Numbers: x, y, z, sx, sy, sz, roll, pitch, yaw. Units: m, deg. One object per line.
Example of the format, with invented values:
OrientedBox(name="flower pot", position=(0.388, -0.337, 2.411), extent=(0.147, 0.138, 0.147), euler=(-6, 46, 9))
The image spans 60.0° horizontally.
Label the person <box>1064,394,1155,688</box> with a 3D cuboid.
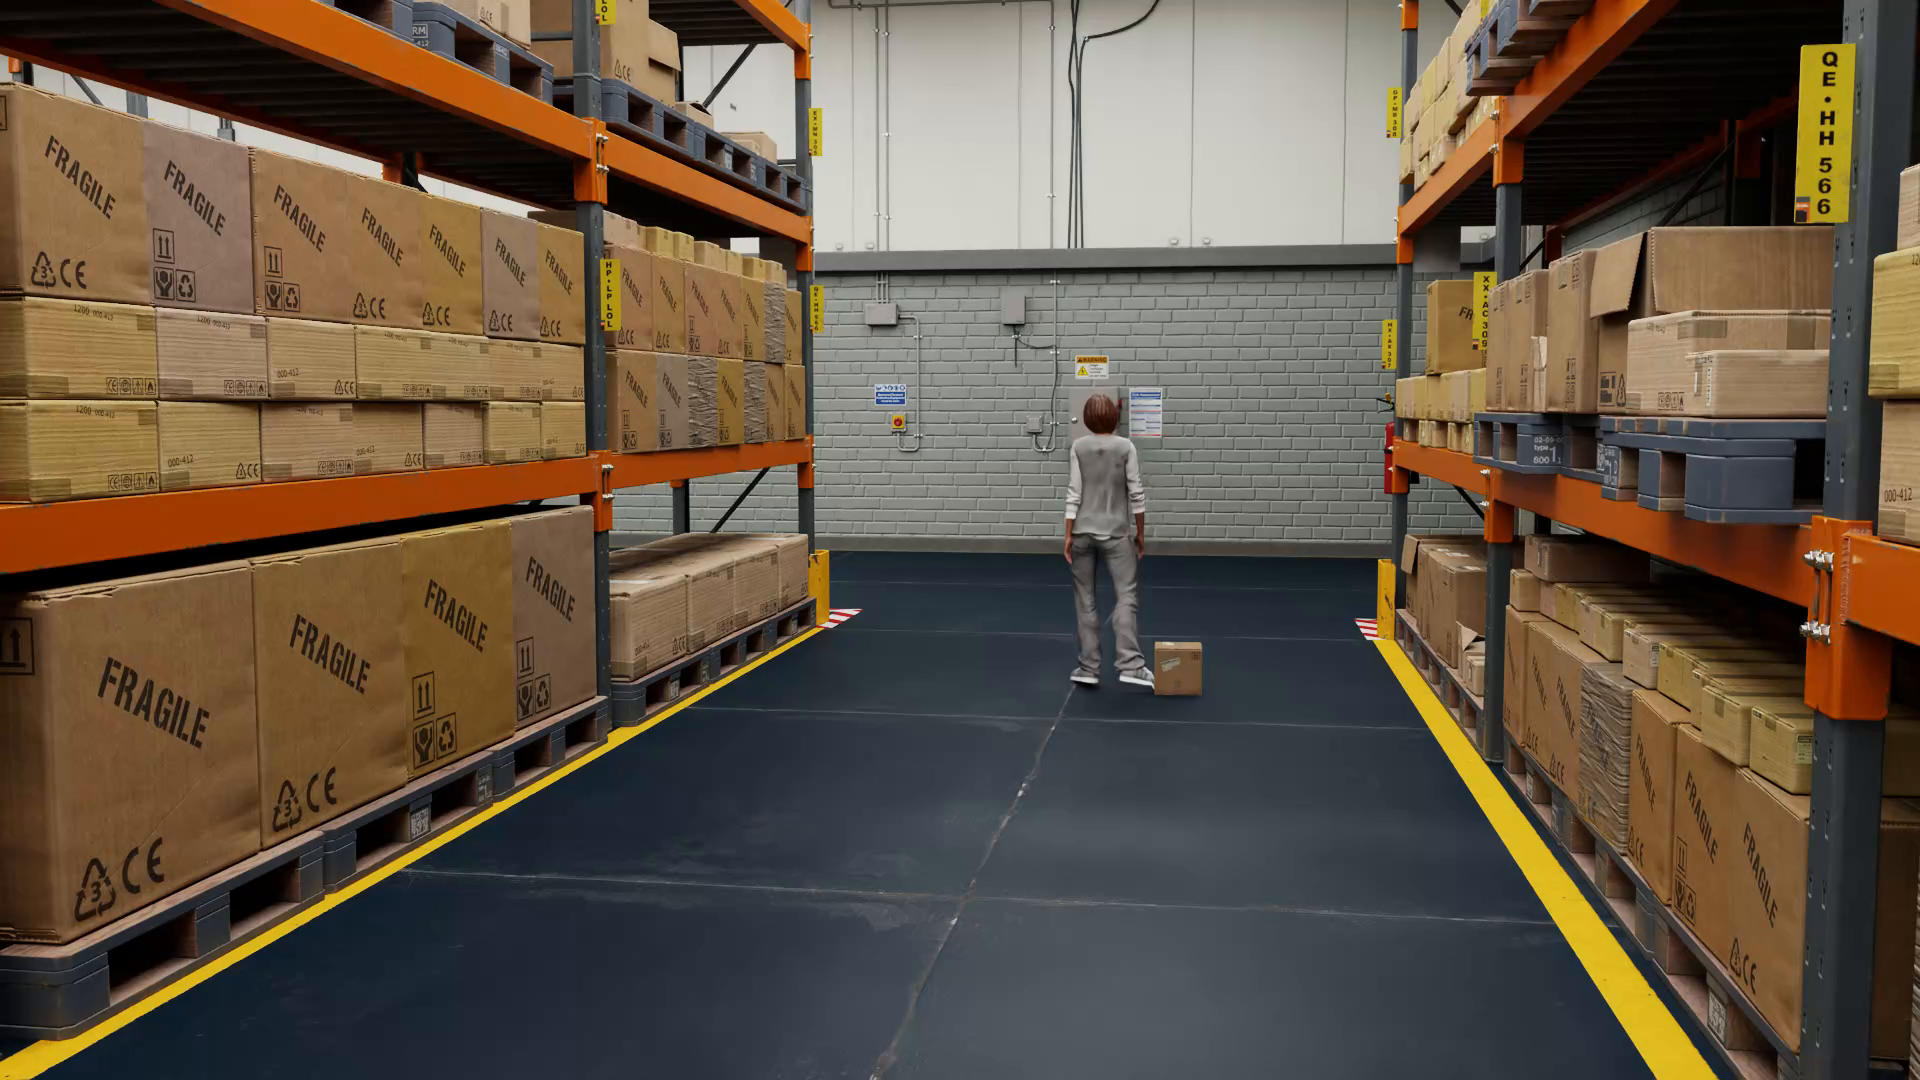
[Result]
OrientedBox(name="person", position=(0.858, 0.008, 9.010), extent=(0.588, 1.594, 0.438), euler=(1, 5, 14))
